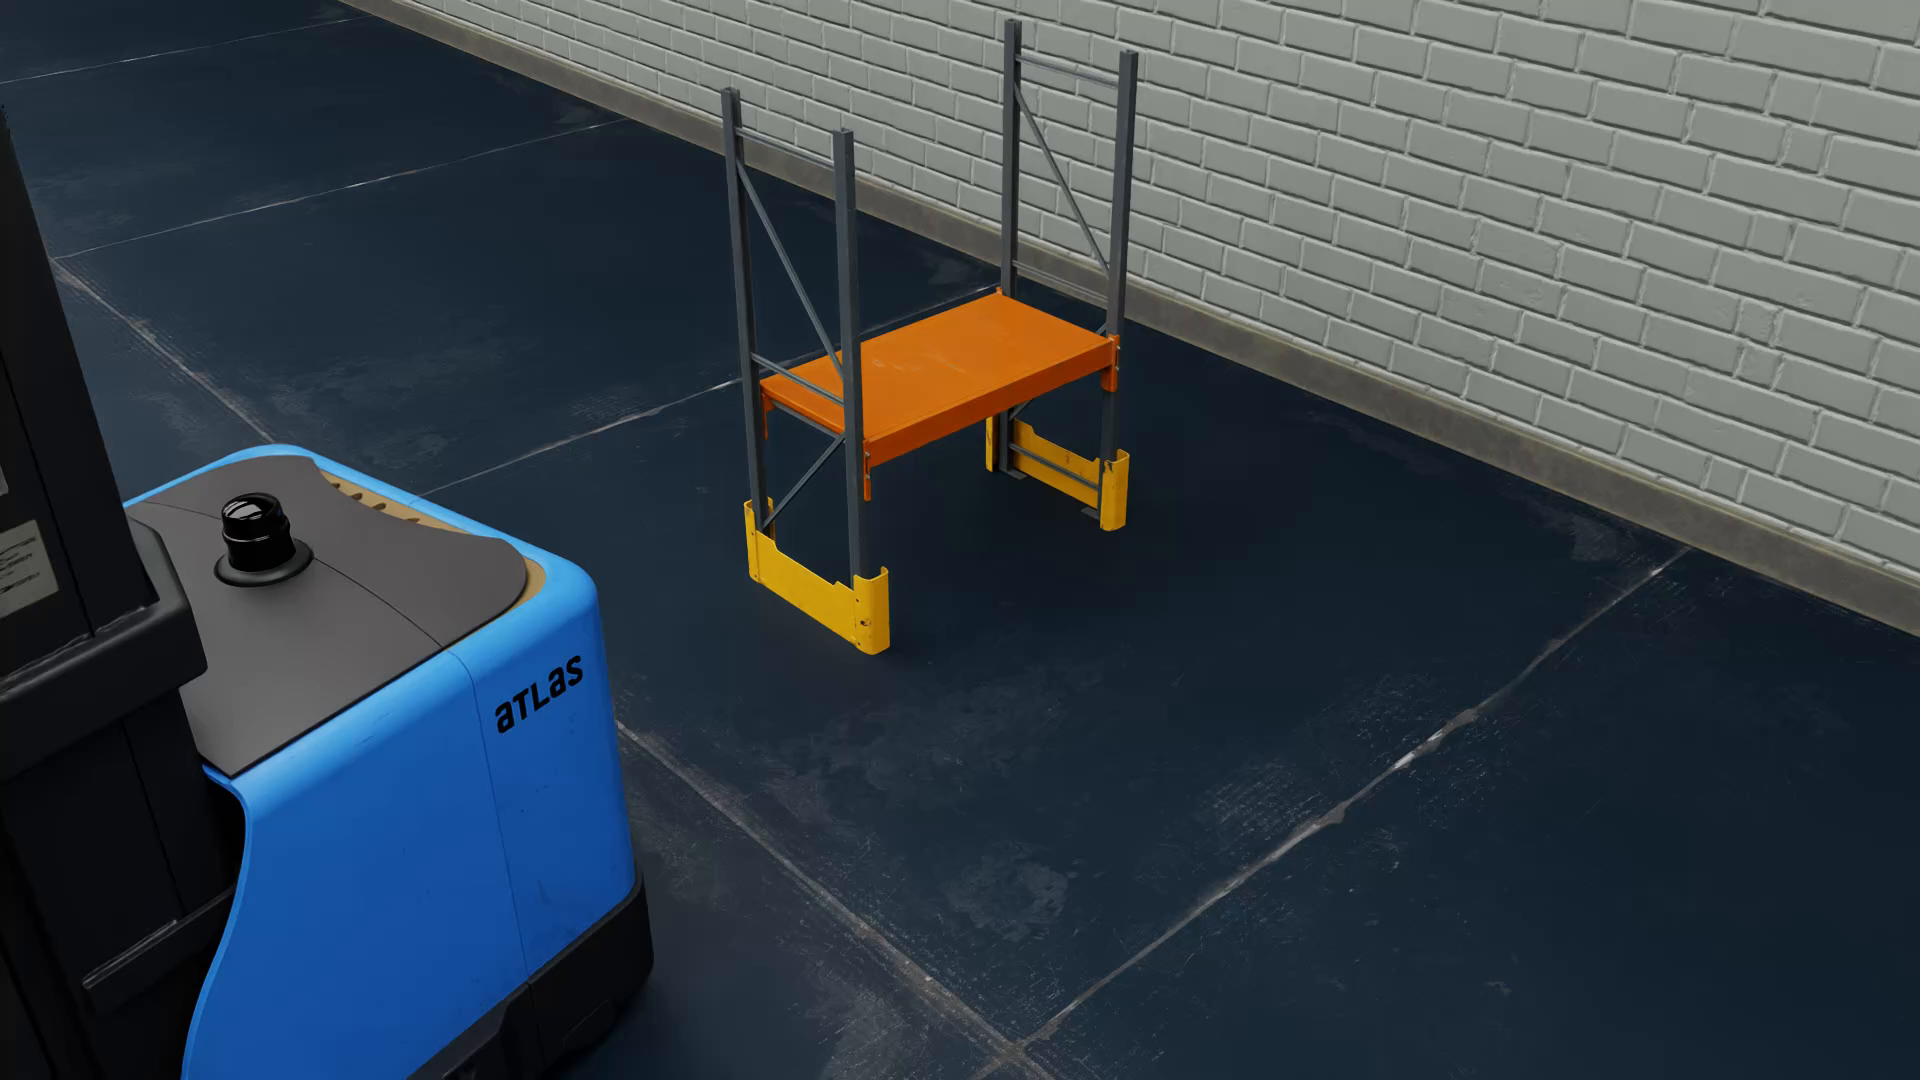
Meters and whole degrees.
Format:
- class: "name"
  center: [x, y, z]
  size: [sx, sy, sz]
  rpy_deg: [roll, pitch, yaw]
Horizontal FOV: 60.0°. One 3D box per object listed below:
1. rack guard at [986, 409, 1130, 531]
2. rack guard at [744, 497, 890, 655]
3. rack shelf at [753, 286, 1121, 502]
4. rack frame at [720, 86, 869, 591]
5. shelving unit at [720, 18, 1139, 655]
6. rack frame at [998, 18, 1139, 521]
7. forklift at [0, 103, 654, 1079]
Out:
- class: "rack guard"
  center: [0.309, -0.256, 5.429]
  size: [0.087, 0.250, 0.587]
  rpy_deg: [-26, 40, -35]
- class: "rack guard"
  center: [-0.421, 0.097, 4.852]
  size: [0.087, 0.250, 0.587]
  rpy_deg: [-26, 40, -35]
- class: "rack shelf"
  center: [-0.063, -0.456, 4.903]
  size: [1.000, 0.185, 0.538]
  rpy_deg: [-26, 40, -35]
- class: "rack frame"
  center: [-0.435, -0.429, 4.514]
  size: [0.032, 1.500, 0.500]
  rpy_deg: [-26, 40, -35]
- class: "shelving unit"
  center: [-0.056, -0.613, 4.815]
  size: [1.083, 1.500, 0.587]
  rpy_deg: [-26, 40, -35]
- class: "rack frame"
  center: [0.310, -0.790, 5.104]
  size: [0.032, 1.500, 0.500]
  rpy_deg: [-26, 40, -35]
- class: "forklift"
  center: [-1.912, 0.214, 2.090]
  size: [1.130, 2.935, 3.031]
  rpy_deg: [20, 37, 29]
